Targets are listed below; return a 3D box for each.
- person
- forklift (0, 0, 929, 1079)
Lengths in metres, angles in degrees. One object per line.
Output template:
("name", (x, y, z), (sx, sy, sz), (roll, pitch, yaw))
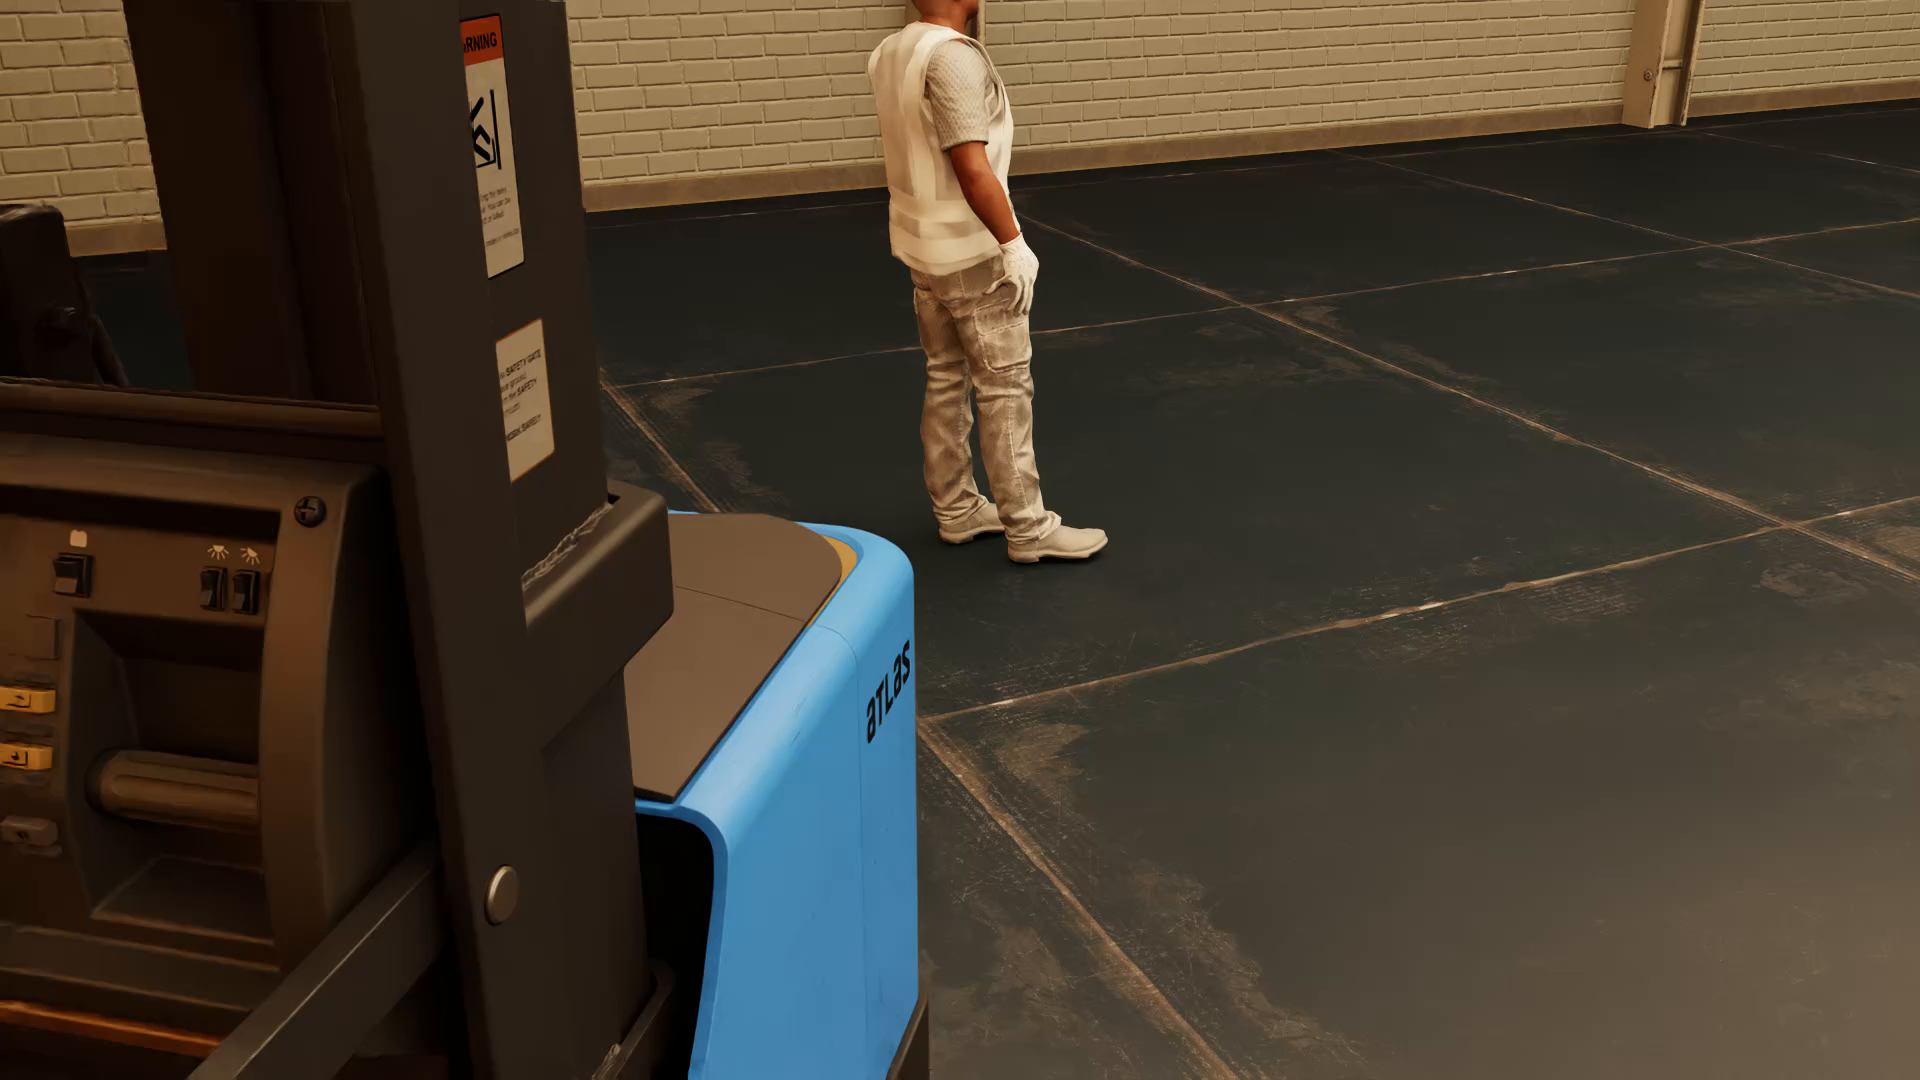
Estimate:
("person", (0.069, -0.839, 4.784), (0.575, 1.784, 0.656), (-10, 25, -23))
("forklift", (-0.893, 0.129, 0.976), (1.130, 2.935, 3.031), (5, 23, 12))
